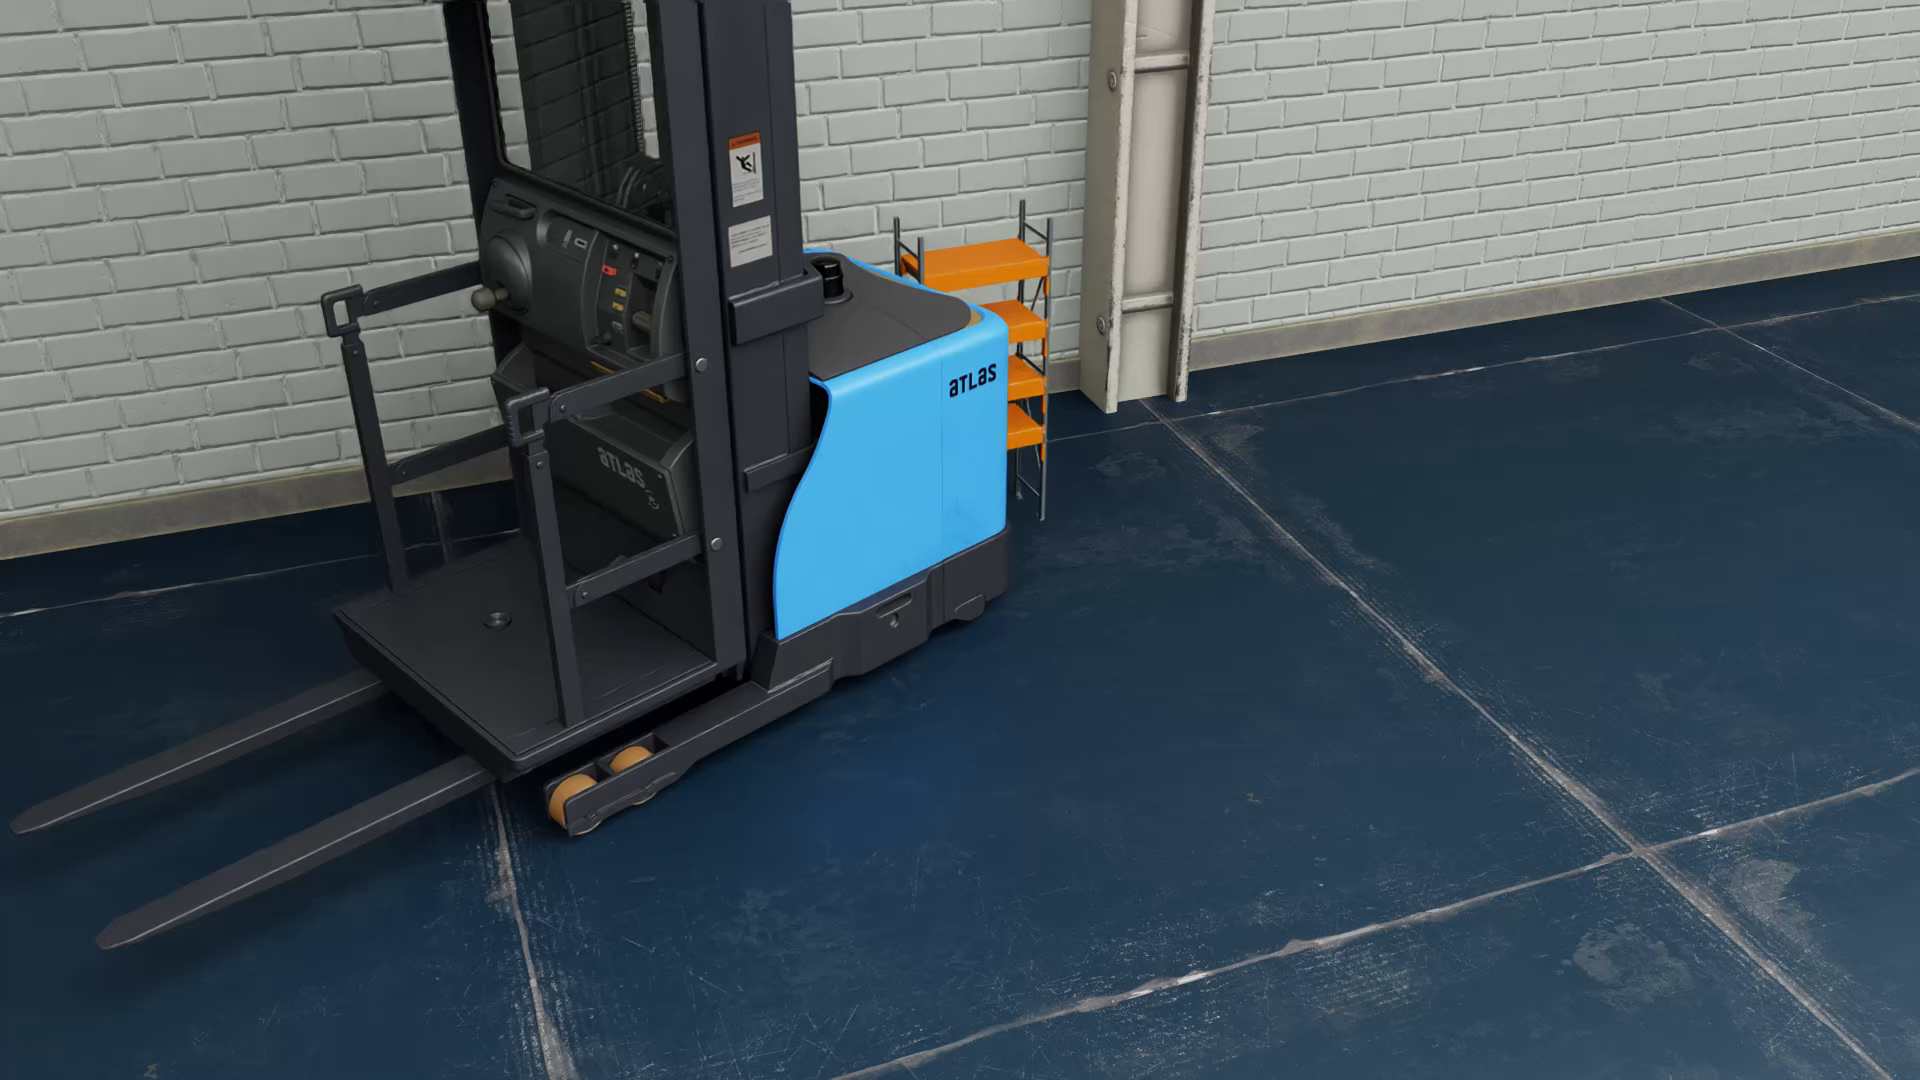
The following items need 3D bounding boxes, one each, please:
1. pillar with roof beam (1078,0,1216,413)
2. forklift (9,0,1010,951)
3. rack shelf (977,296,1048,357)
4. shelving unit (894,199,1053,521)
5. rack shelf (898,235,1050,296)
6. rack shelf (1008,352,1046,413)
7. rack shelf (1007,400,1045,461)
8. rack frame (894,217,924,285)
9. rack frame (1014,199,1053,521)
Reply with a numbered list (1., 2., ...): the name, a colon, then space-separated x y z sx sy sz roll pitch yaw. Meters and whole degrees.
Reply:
1. pillar with roof beam: 2.264 -2.567 1.665 0.400 9.000 9.100 -10 31 -18
2. forklift: -1.235 -0.721 4.555 3.031 2.935 1.130 -26 38 -37
3. rack shelf: 0.046 -0.737 6.016 0.480 0.148 0.258 -12 32 -21
4. shelving unit: 0.046 -0.602 6.094 0.503 1.200 0.258 -12 32 -21
5. rack shelf: 0.046 -0.943 5.899 0.480 0.148 0.258 -12 32 -21
6. rack shelf: 0.046 -0.543 6.127 0.480 0.148 0.258 -12 32 -21
7. rack shelf: 0.046 -0.371 6.225 0.480 0.148 0.258 -12 32 -21
8. rack frame: -0.177 -0.553 6.008 0.015 1.200 0.240 -12 32 -21
9. rack frame: 0.270 -0.650 6.179 0.015 1.200 0.240 -12 32 -21
